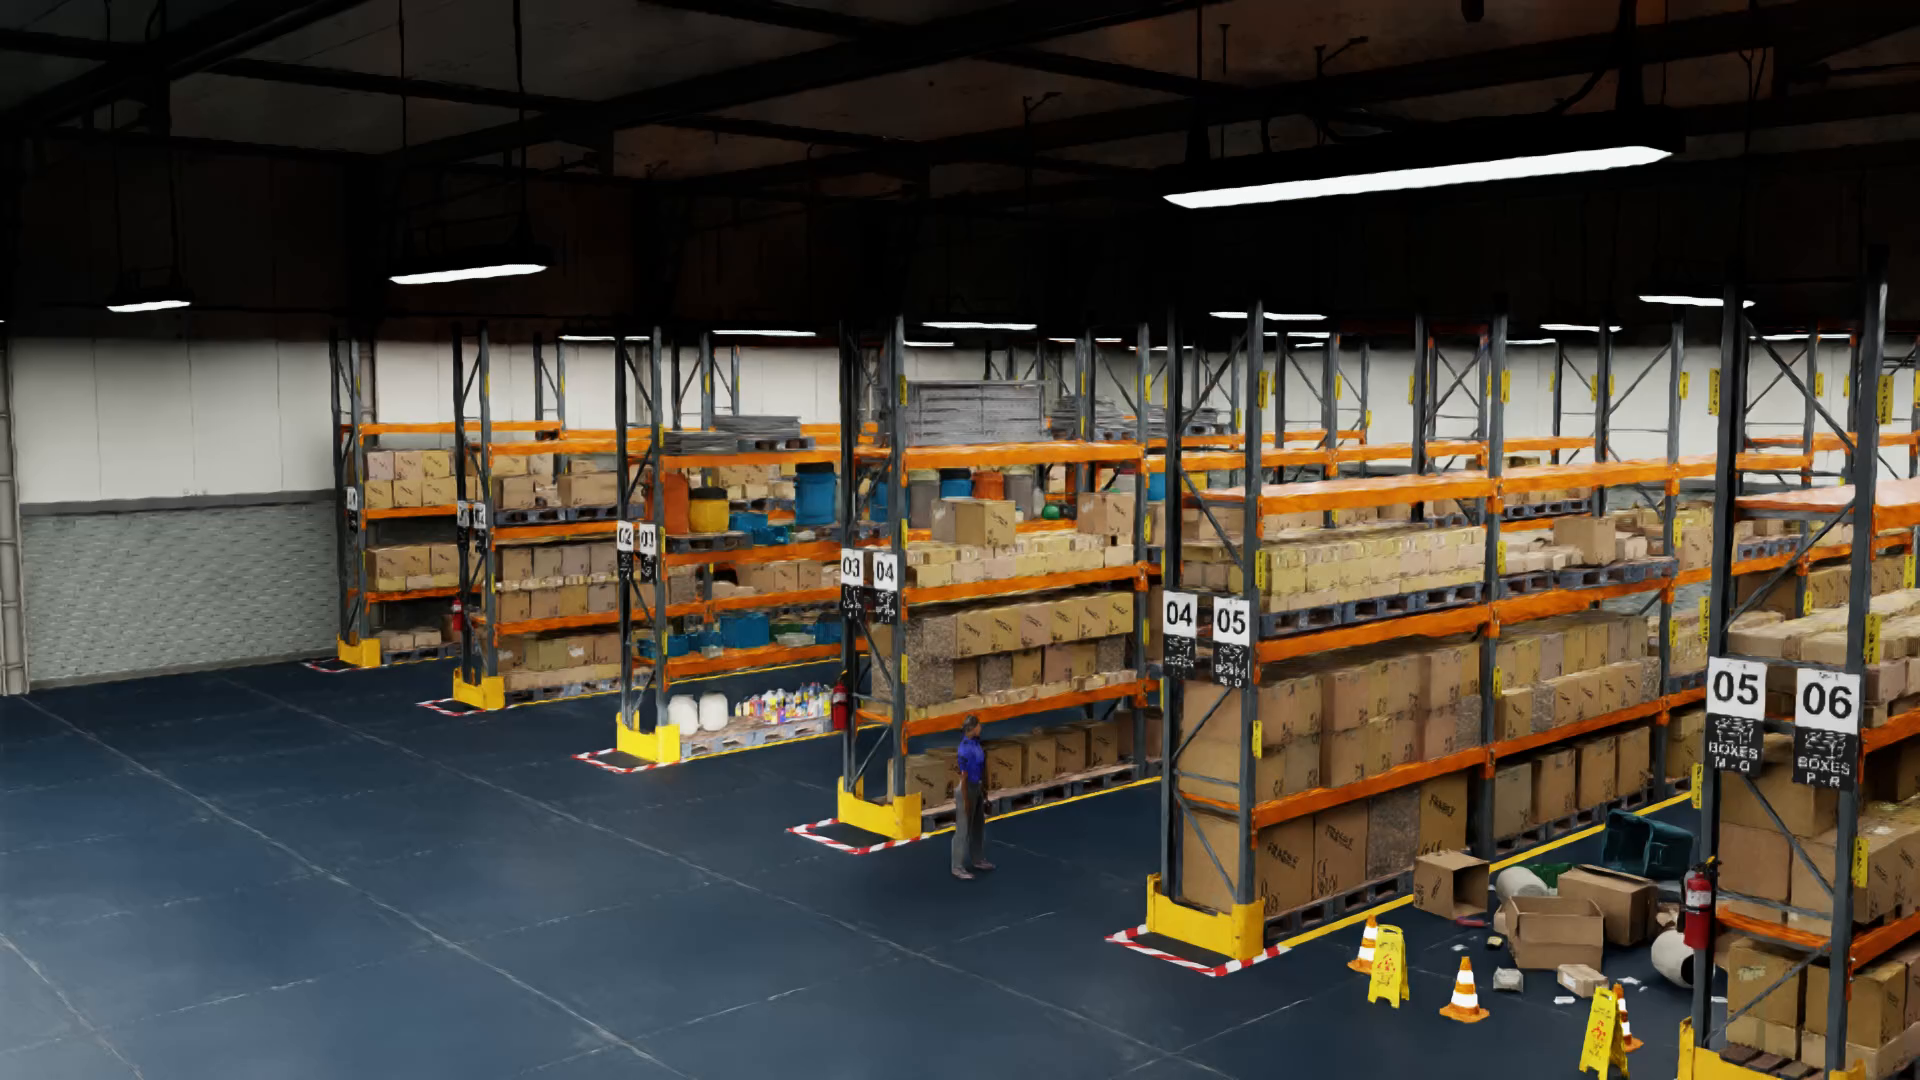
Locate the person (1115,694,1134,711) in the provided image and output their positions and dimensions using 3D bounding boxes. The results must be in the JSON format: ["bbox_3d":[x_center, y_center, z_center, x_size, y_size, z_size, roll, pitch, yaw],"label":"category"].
[{"bbox_3d":[2.360,1.970,23.811,0.572,1.667,0.545,-1,6,-15],"label":"person"}]

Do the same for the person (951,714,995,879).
[{"bbox_3d":[0.142,2.631,17.208,0.414,1.665,0.507,2,6,17],"label":"person"}]
